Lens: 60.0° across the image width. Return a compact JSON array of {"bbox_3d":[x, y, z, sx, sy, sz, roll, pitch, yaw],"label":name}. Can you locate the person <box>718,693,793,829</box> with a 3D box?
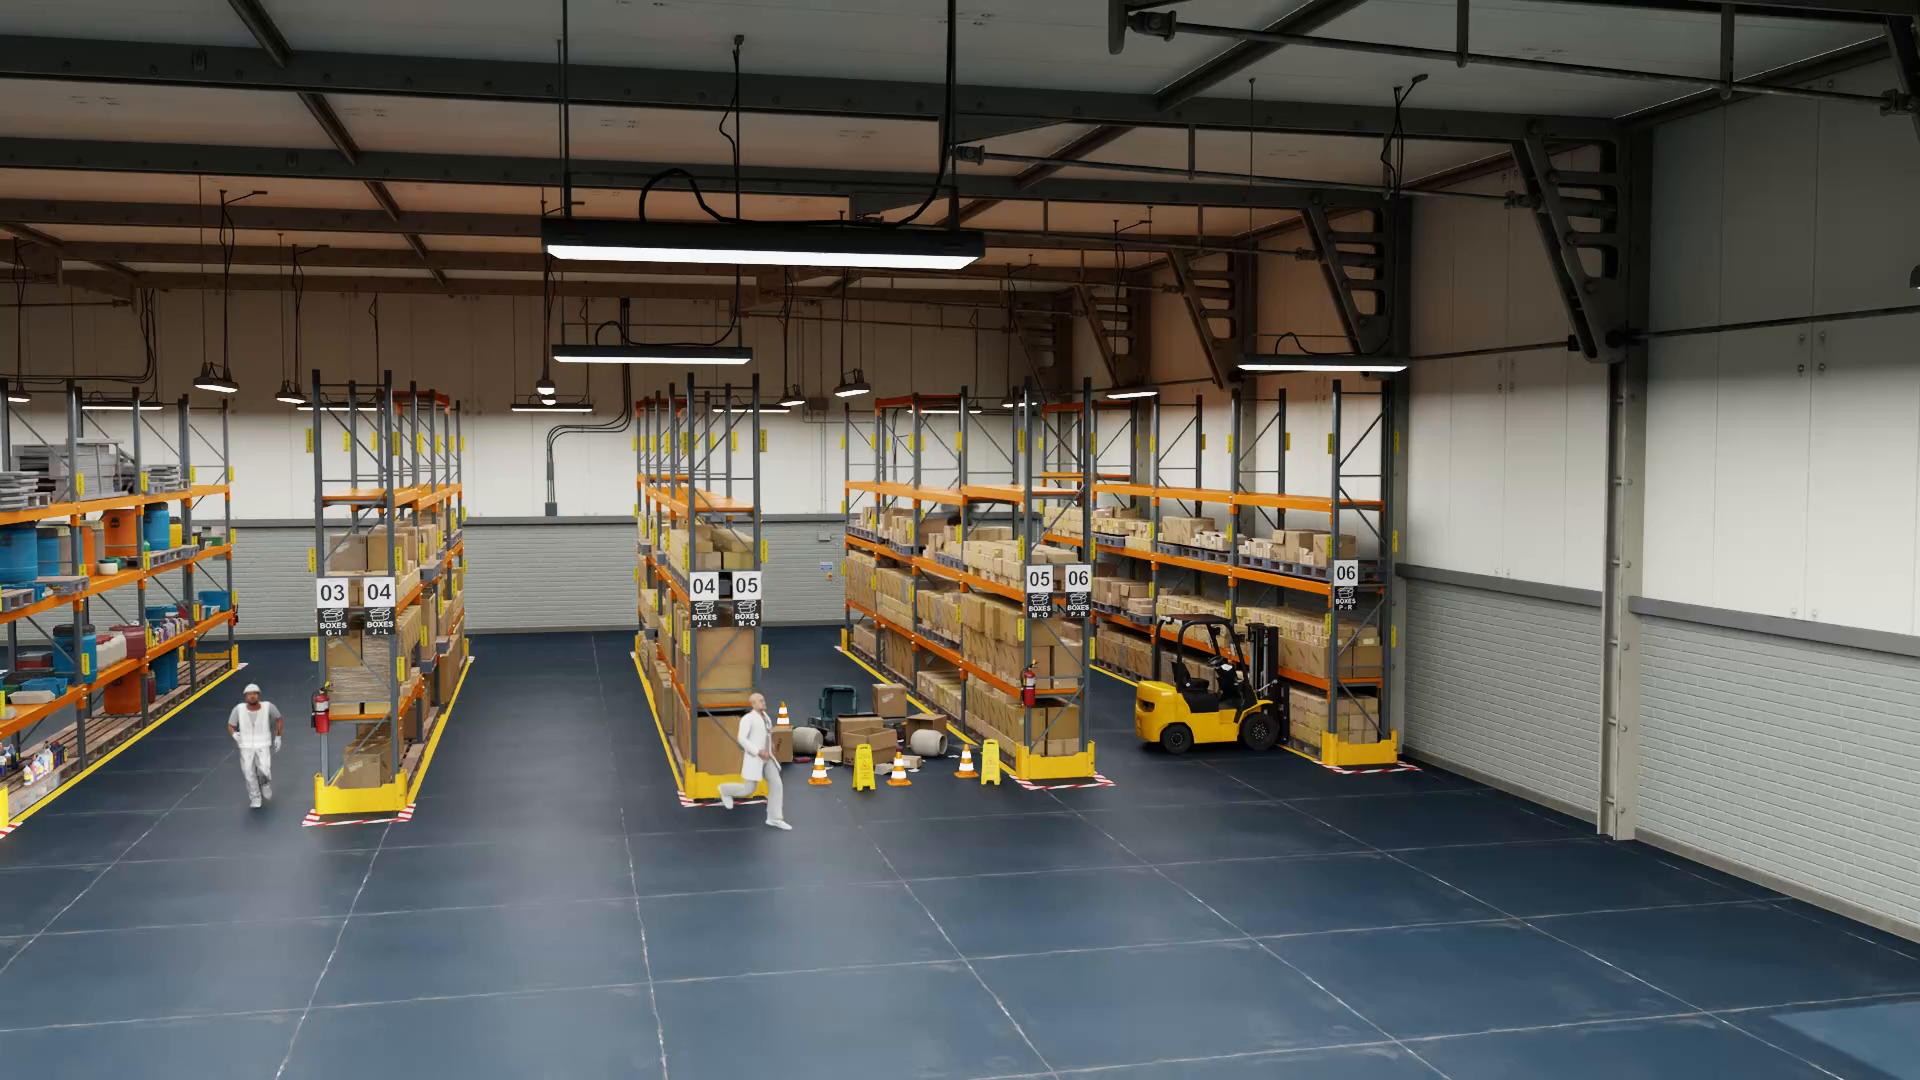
[{"bbox_3d":[-2.694,2.892,21.830,1.099,1.771,0.672,2,4,32],"label":"person"}]

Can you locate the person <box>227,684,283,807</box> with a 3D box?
[{"bbox_3d":[-9.654,2.826,22.760,0.696,1.716,0.612,-1,3,-17],"label":"person"}]
